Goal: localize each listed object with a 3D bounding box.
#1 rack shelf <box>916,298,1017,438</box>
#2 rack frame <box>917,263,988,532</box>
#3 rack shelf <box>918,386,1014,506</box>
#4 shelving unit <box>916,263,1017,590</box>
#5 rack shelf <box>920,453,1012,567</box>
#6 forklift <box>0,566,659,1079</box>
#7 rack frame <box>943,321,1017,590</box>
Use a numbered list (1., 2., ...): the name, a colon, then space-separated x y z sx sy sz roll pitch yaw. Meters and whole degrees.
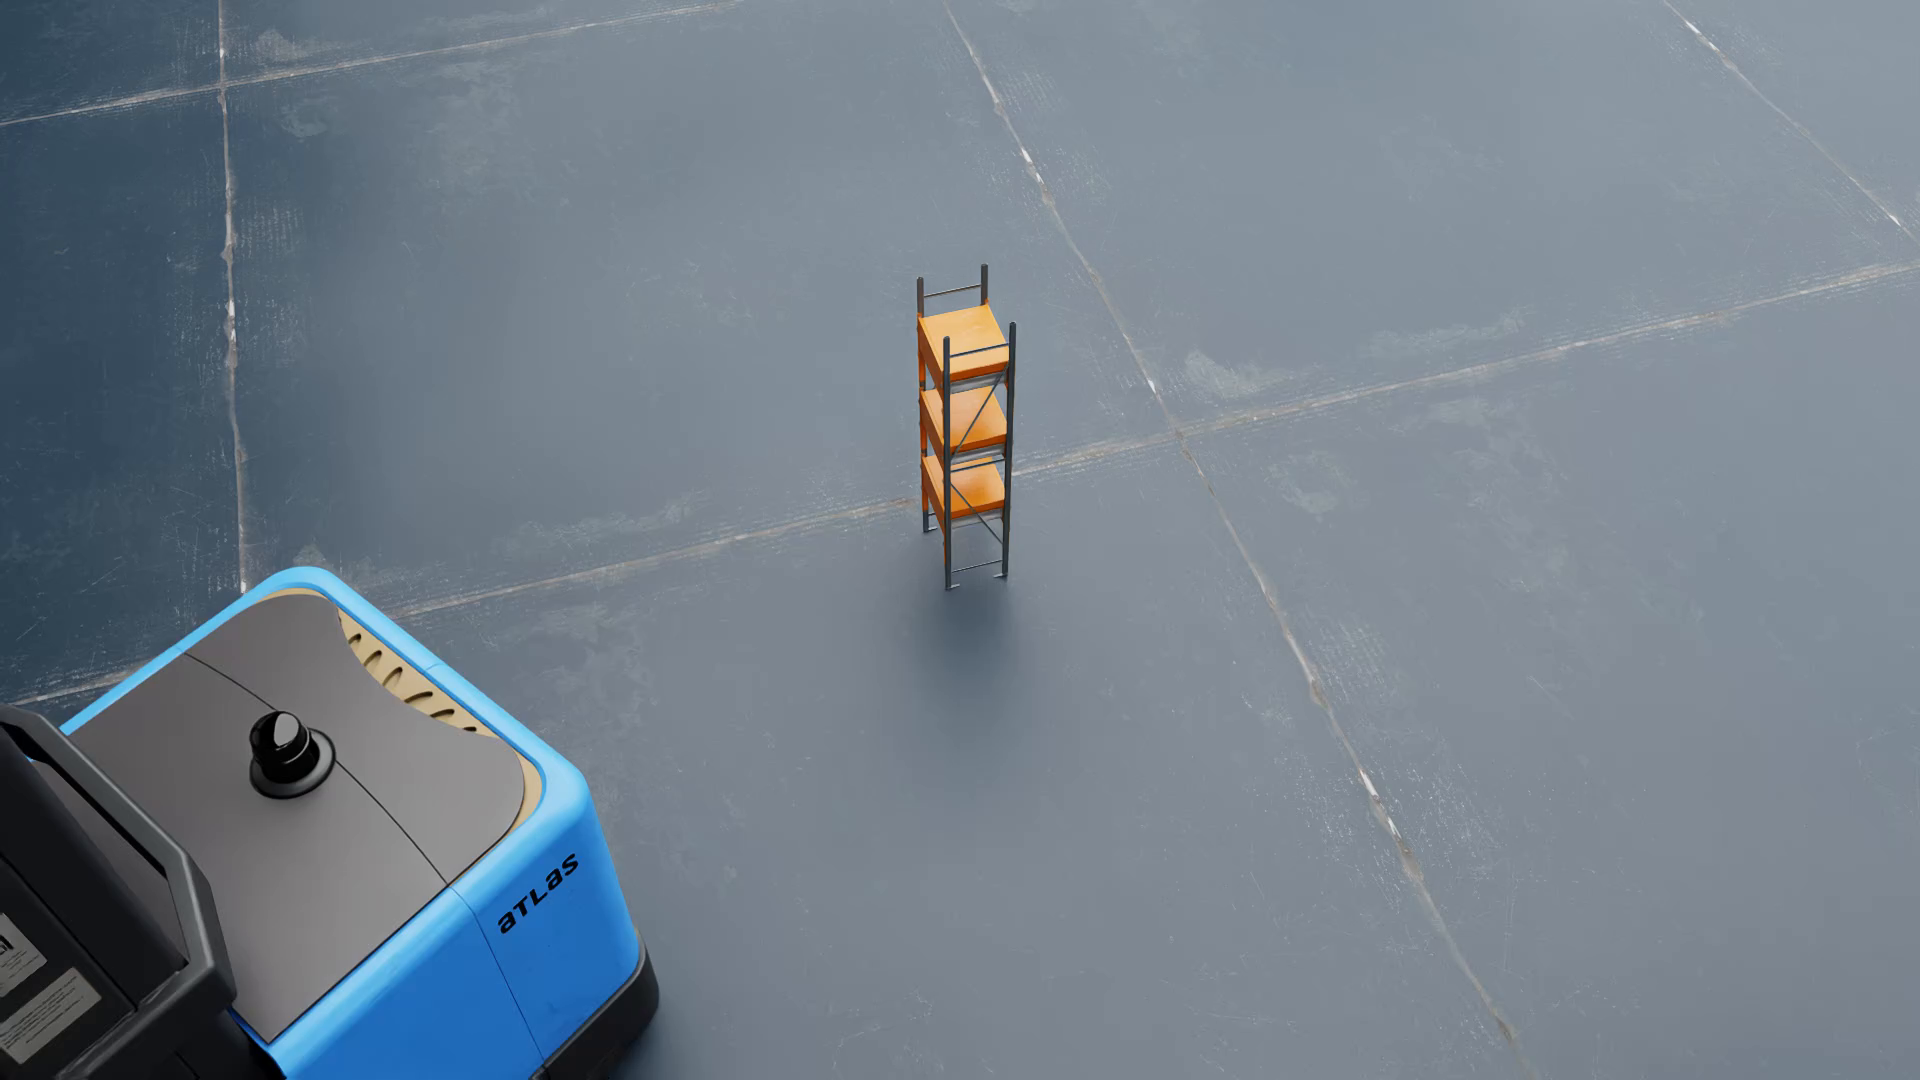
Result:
1. rack shelf: 0.016 -0.475 4.607 0.215 0.259 0.240 -13 51 -11
2. rack frame: -0.020 -0.388 4.891 0.200 1.050 0.008 -13 51 -11
3. rack shelf: 0.016 -0.292 4.824 0.215 0.259 0.240 -13 51 -11
4. shelving unit: 0.016 -0.299 4.816 0.215 1.050 0.252 -13 51 -11
5. rack shelf: 0.016 -0.113 5.036 0.215 0.259 0.240 -13 51 -11
6. forklift: -2.078 0.887 2.585 1.130 2.935 3.031 32 57 24
7. rack frame: 0.052 -0.210 4.741 0.200 1.050 0.008 -13 51 -11
